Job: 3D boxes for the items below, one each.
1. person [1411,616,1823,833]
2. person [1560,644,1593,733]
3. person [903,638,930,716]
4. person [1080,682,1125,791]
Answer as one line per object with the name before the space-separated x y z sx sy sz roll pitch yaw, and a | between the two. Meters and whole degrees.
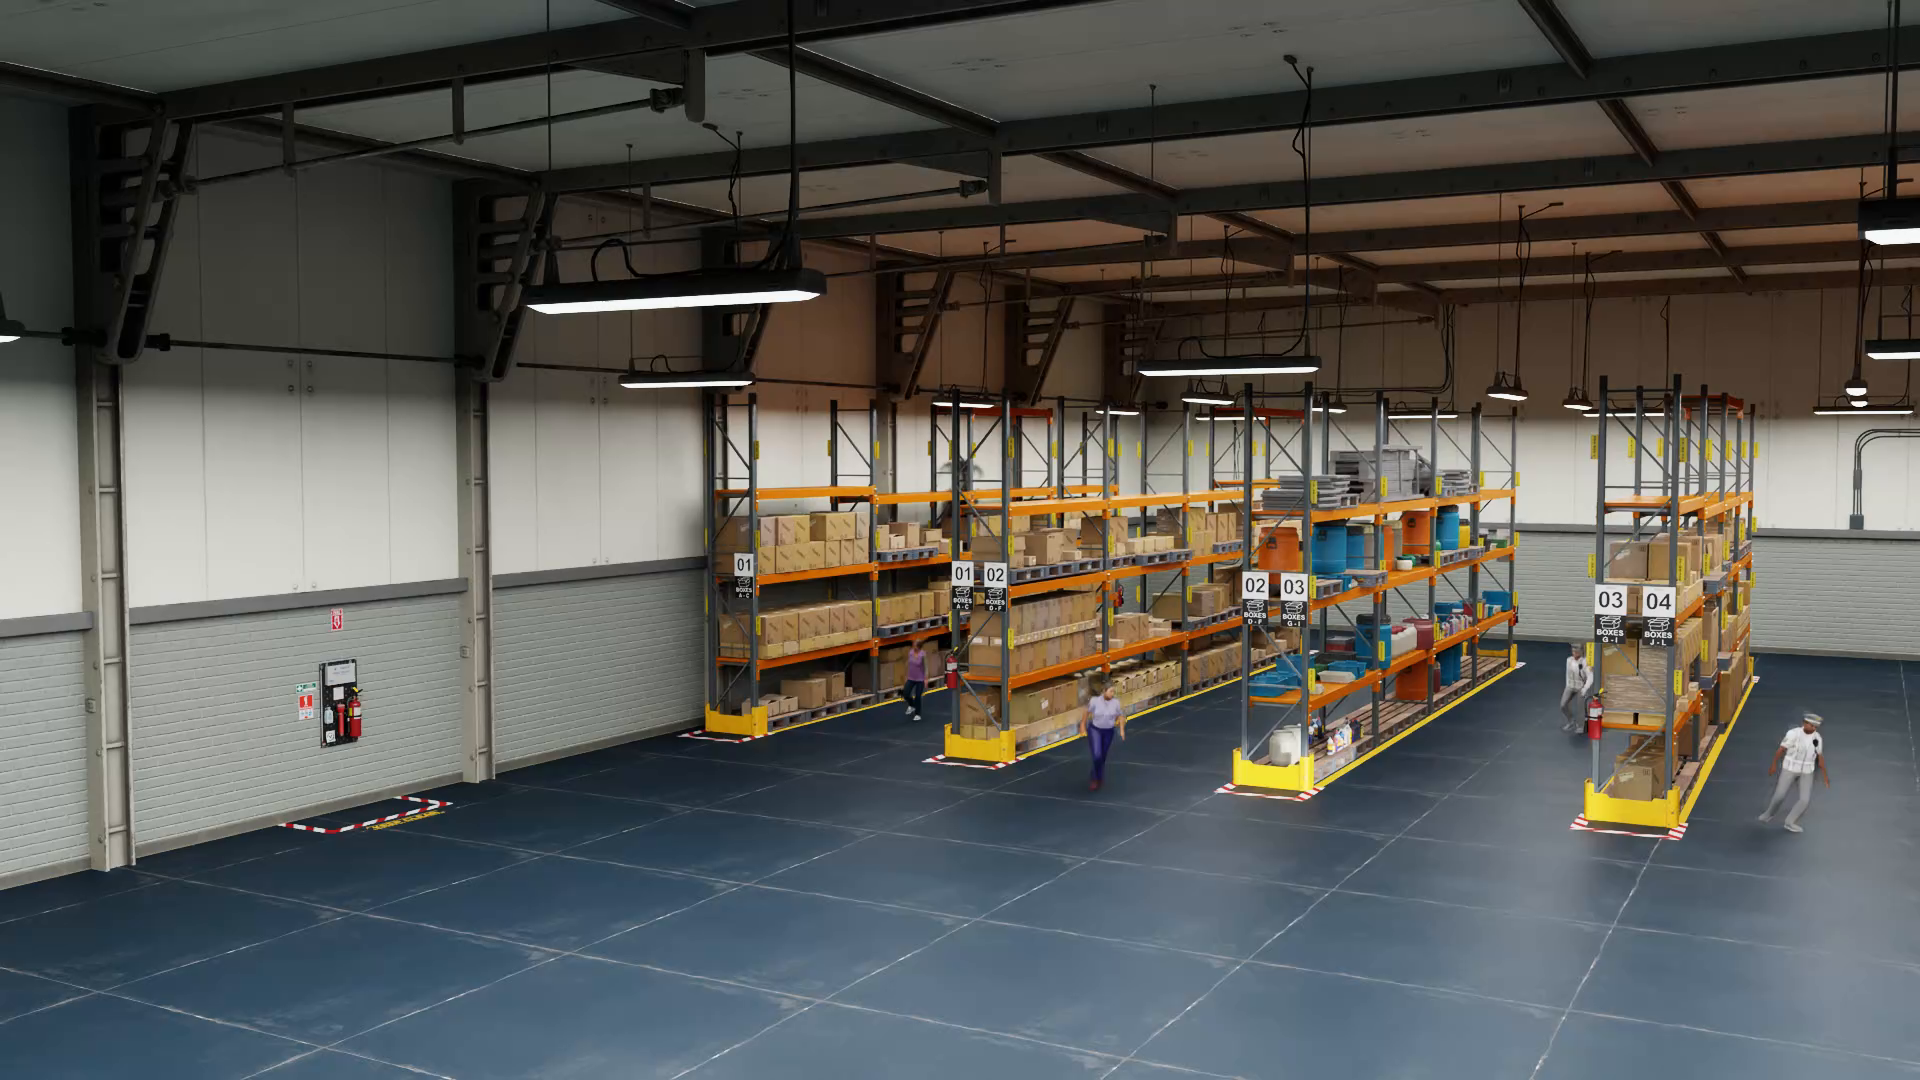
person | 10.138 2.684 27.650 3.581 1.639 11.980 0 3 7
person | 10.840 2.613 29.153 0.606 1.613 0.679 3 4 43
person | -0.768 2.530 30.583 0.584 1.467 0.496 1 3 24
person | 2.108 2.871 24.594 0.583 1.600 0.738 -1 3 -17
